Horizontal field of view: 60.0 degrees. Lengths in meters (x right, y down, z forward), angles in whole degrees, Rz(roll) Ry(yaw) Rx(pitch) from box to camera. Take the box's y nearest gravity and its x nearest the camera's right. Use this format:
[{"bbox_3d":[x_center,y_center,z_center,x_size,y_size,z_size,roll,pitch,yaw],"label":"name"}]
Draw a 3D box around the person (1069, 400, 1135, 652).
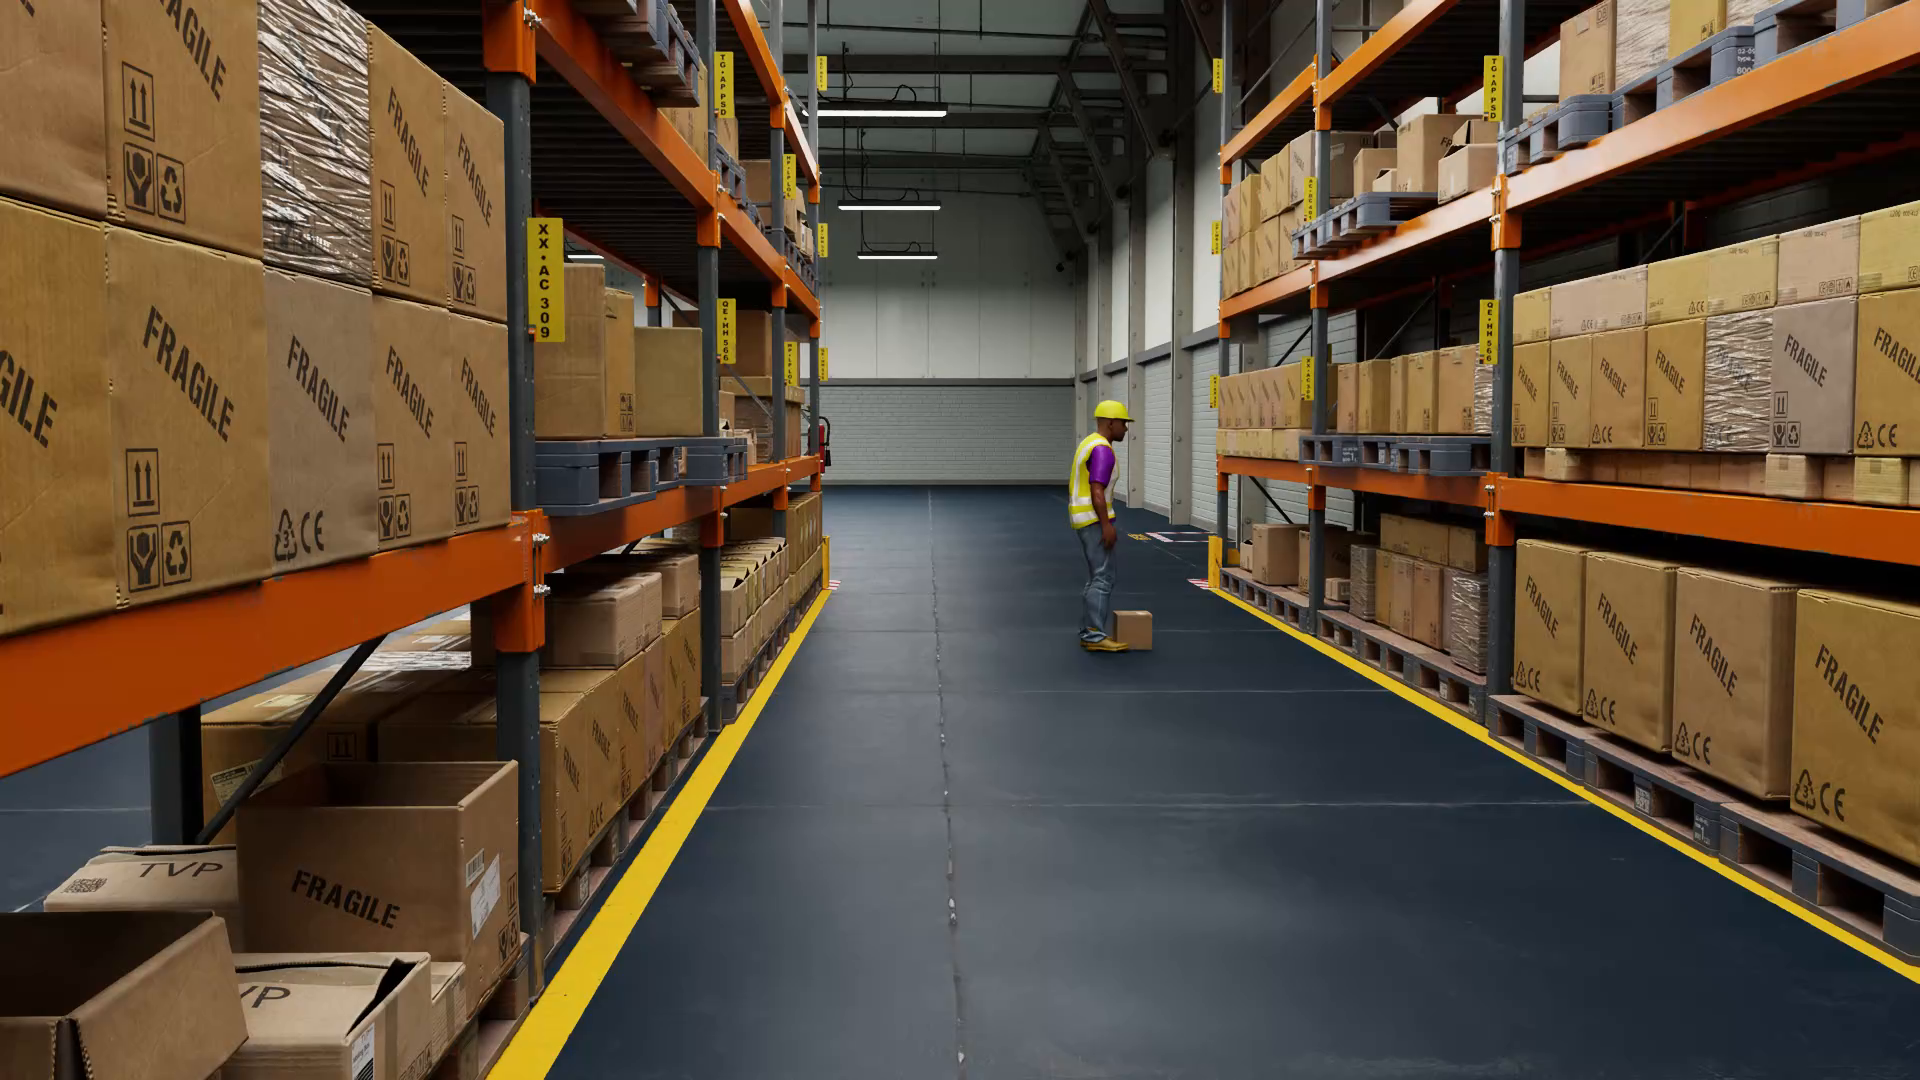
[{"bbox_3d":[1.005,-0.109,11.782,0.460,1.761,0.627,0,4,0],"label":"person"}]
